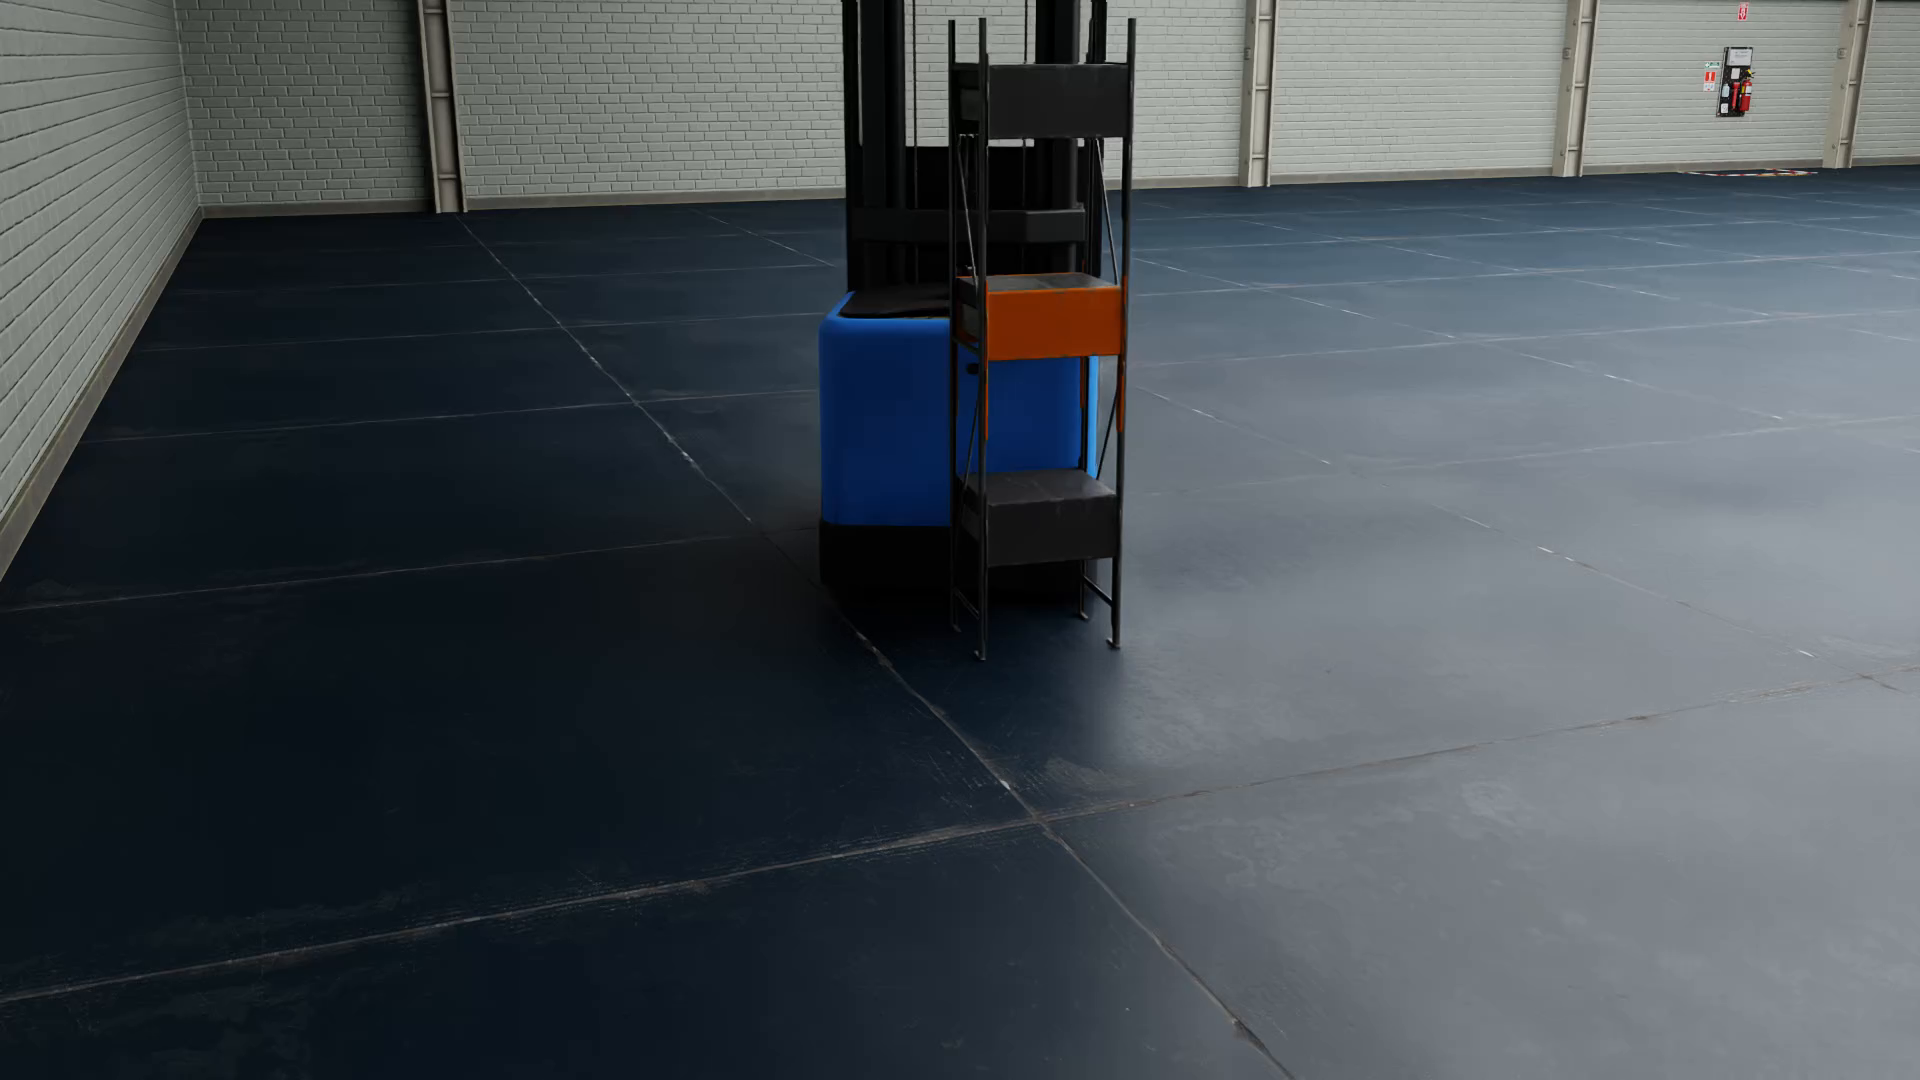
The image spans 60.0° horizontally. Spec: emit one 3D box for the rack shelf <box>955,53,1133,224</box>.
[{"bbox_3d":[0.258,-1.321,5.431,0.480,0.518,0.431,-5,17,-15],"label":"rack shelf"}]

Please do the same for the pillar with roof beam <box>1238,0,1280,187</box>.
[{"bbox_3d":[6.102,-8.681,20.689,0.400,9.000,9.100,-6,17,-20],"label":"pillar with roof beam"}]

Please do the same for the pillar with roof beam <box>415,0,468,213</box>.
[{"bbox_3d":[-5.103,-7.471,16.570,0.400,9.000,9.100,-6,17,-20],"label":"pillar with roof beam"}]

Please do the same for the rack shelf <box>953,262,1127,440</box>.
[{"bbox_3d":[0.259,-0.649,5.629,0.480,0.518,0.431,-5,17,-15],"label":"rack shelf"}]

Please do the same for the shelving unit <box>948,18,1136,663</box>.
[{"bbox_3d":[0.259,-0.662,5.625,0.503,2.100,0.431,-5,17,-15],"label":"shelving unit"}]

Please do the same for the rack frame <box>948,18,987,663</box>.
[{"bbox_3d":[0.024,-0.643,5.562,0.015,2.100,0.400,-5,17,-15],"label":"rack frame"}]

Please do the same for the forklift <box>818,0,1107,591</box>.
[{"bbox_3d":[0.075,-1.578,7.270,1.130,2.935,3.031,1,16,3],"label":"forklift"}]

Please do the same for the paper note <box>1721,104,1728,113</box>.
[{"bbox_3d":[13.256,-7.484,28.823,0.142,0.148,0.016,-6,17,-20],"label":"paper note"}]

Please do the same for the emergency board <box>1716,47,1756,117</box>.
[{"bbox_3d":[13.446,-7.906,28.698,0.643,1.169,0.194,-6,17,-20],"label":"emergency board"}]

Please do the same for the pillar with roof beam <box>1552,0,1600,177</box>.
[{"bbox_3d":[11.705,-9.286,22.749,0.400,9.000,9.100,-6,17,-20],"label":"pillar with roof beam"}]

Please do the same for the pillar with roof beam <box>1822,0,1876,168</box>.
[{"bbox_3d":[17.308,-9.891,24.809,0.400,9.000,9.100,-6,17,-20],"label":"pillar with roof beam"}]

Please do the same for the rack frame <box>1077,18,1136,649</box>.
[{"bbox_3d":[0.494,-0.681,5.687,0.015,2.100,0.400,-5,17,-15],"label":"rack frame"}]

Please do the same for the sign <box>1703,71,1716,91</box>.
[{"bbox_3d":[12.893,-7.895,28.595,0.234,0.329,0.001,-6,17,-20],"label":"sign"}]

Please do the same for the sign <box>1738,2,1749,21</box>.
[{"bbox_3d":[13.403,-9.044,28.457,0.199,0.298,0.001,-6,17,-20],"label":"sign"}]

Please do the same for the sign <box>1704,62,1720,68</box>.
[{"bbox_3d":[12.900,-8.147,28.514,0.331,0.109,0.001,-6,17,-20],"label":"sign"}]

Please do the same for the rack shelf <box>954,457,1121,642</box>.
[{"bbox_3d":[0.260,0.022,5.826,0.480,0.518,0.431,-5,17,-15],"label":"rack shelf"}]
